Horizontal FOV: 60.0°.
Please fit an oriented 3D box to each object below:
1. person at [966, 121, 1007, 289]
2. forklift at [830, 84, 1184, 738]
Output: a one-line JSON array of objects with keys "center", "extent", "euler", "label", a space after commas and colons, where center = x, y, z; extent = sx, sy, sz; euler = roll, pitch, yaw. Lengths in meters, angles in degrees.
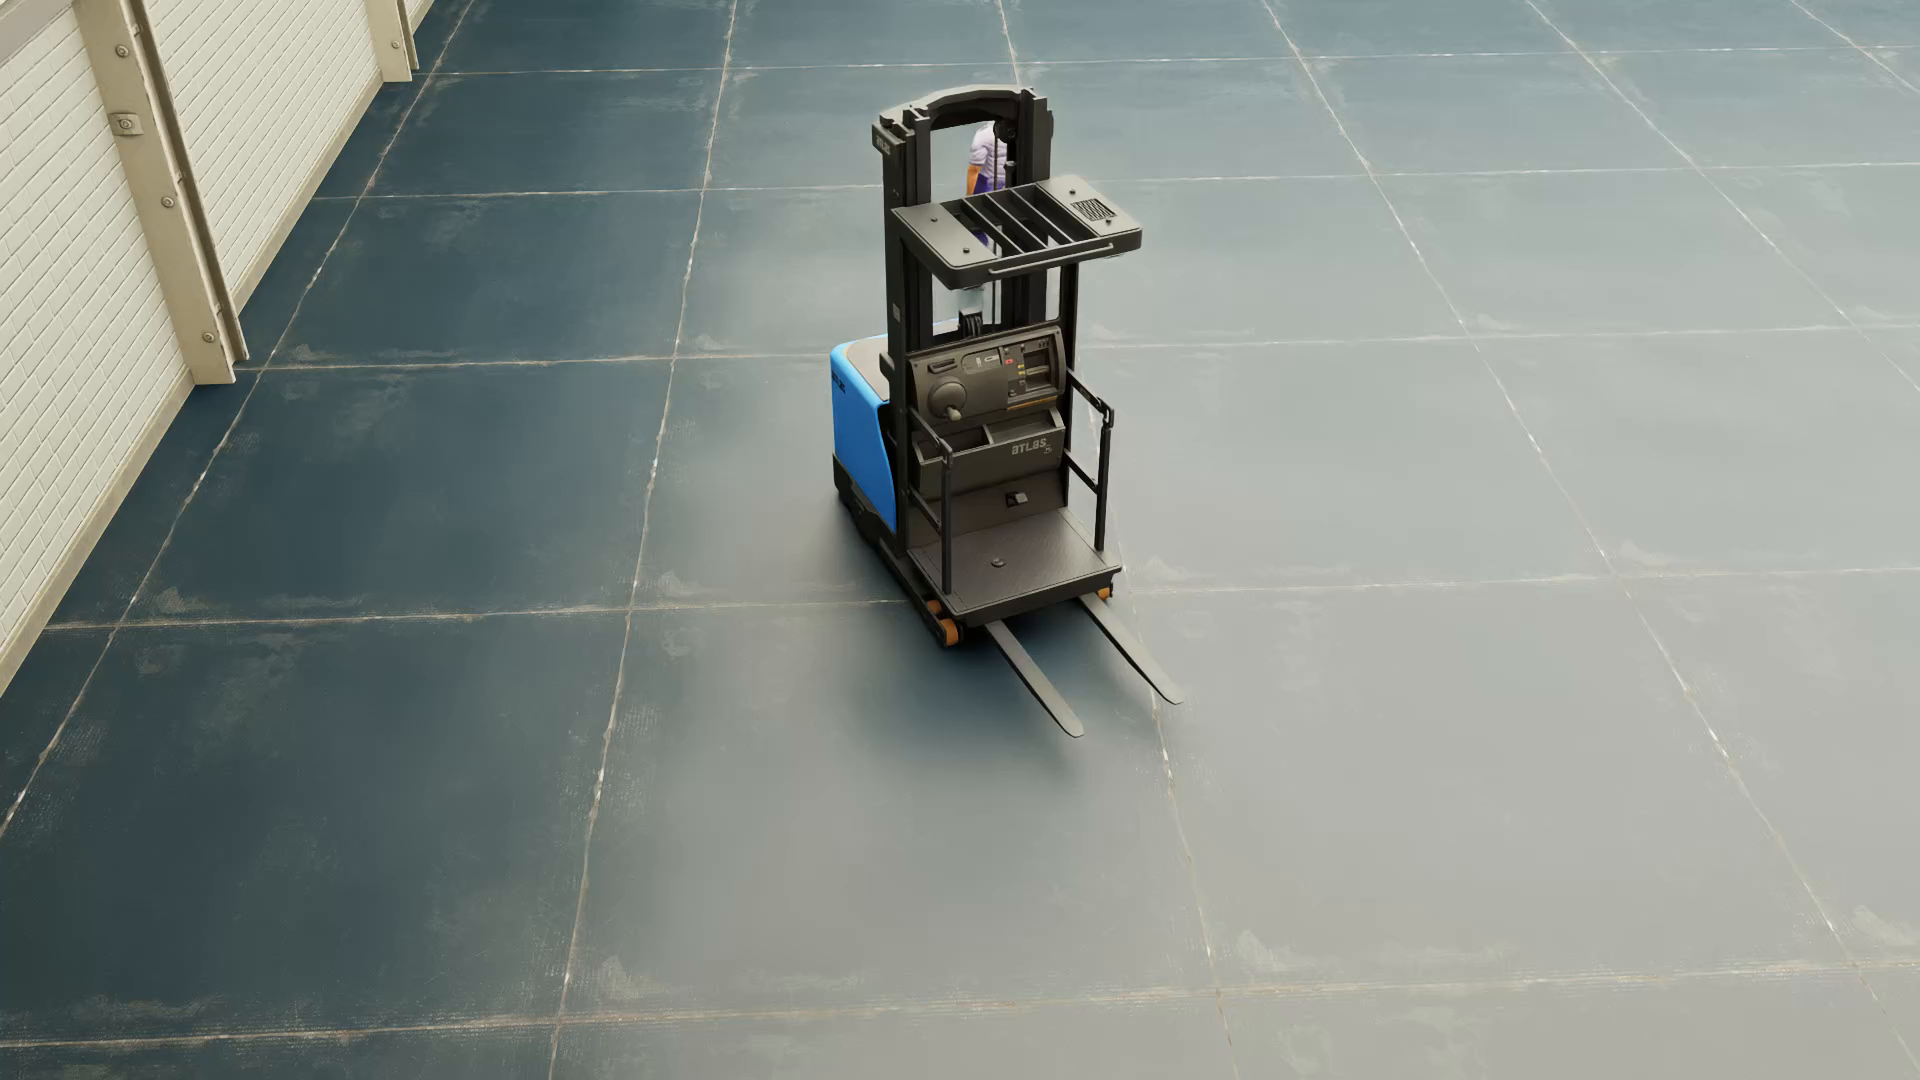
[{"center": [0.284, -2.686, 12.816], "extent": [0.555, 1.676, 0.458], "euler": [-10, 37, -13], "label": "person"}, {"center": [0.258, -0.860, 9.192], "extent": [1.130, 2.935, 3.031], "euler": [-15, 39, -20], "label": "forklift"}]
